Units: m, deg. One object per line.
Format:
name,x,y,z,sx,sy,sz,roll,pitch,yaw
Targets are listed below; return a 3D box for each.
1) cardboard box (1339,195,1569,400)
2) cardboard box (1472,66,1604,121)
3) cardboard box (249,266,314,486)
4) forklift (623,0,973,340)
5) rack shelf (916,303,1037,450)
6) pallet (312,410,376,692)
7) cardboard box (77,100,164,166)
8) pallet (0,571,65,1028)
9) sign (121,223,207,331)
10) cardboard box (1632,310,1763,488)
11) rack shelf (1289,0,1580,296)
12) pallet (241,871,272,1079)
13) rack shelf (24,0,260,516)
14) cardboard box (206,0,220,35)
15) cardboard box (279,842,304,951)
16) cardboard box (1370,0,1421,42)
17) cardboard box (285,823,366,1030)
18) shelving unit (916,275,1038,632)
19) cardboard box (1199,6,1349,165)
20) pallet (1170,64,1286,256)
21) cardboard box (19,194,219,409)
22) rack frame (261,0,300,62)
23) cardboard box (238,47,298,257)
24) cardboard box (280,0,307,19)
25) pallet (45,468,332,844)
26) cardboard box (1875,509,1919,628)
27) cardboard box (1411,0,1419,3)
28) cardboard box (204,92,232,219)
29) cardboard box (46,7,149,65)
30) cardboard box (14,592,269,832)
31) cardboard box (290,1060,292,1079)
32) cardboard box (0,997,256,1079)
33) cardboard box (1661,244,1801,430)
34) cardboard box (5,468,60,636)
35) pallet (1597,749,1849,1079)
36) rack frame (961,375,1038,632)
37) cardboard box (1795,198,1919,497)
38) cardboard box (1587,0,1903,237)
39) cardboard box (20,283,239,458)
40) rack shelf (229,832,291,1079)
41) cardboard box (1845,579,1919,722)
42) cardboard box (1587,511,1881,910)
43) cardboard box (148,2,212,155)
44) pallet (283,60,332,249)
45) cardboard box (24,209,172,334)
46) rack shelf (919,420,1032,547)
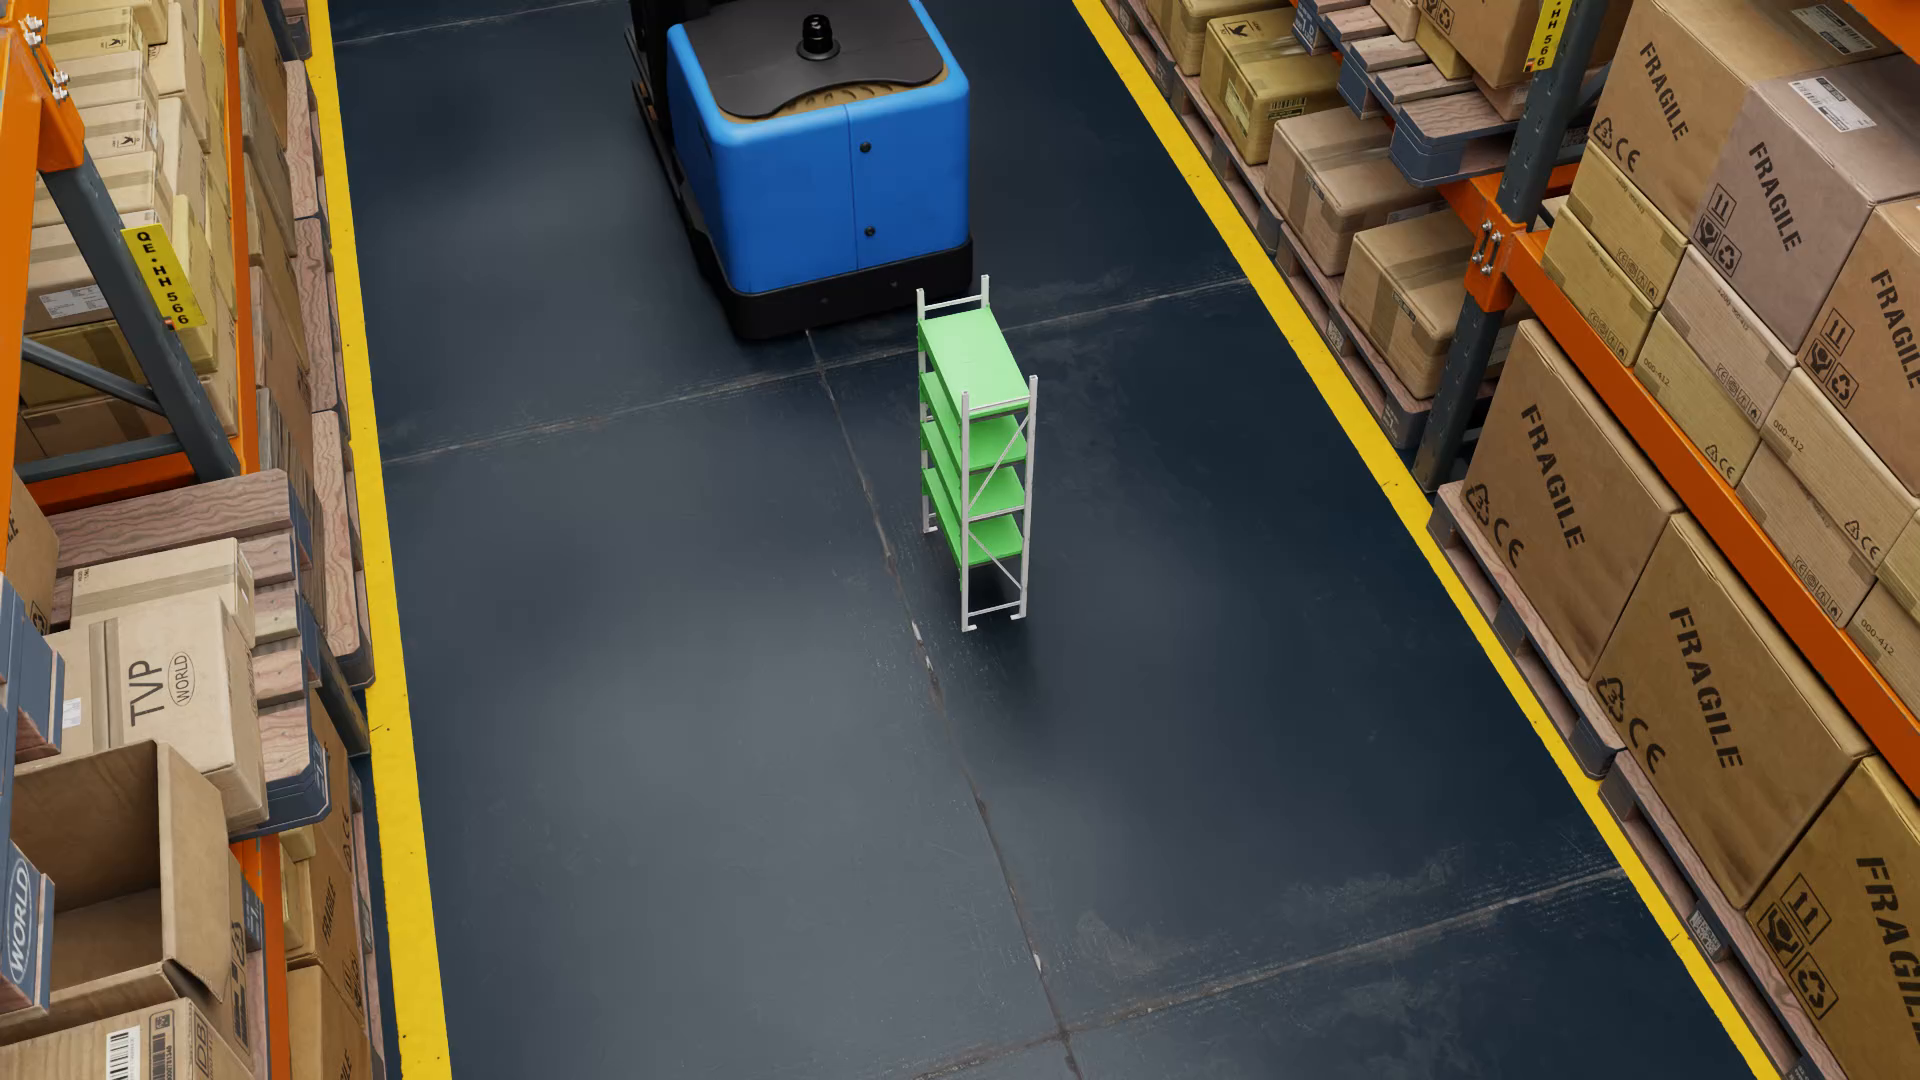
cardboard box,2.091,-1.000,6.575,0.950,0.372,0.625,-16,52,-13
cardboard box,1.927,-1.537,5.473,0.380,0.149,0.250,-12,51,-10
cardboard box,-2.864,-0.475,5.967,0.875,0.625,0.625,-12,51,-10
forklift,-0.917,-2.925,6.799,1.130,2.935,3.031,-15,52,-12
rack shelf,0.049,-0.534,5.371,0.258,0.148,0.480,-13,51,-11
pallet,-2.698,0.117,6.013,1.003,0.211,1.213,-13,51,-11
cardboard box,-2.486,-1.088,4.716,0.380,0.149,0.250,-12,51,-10
pallet,-1.745,0.595,1.947,1.213,0.211,1.003,-13,51,-11
sign,-1.976,-0.648,4.129,0.100,0.325,0.005,-13,51,-11
cardboard box,2.322,-0.463,4.776,0.500,0.250,0.500,-15,51,-12
rack shelf,1.657,-2.525,6.887,1.077,0.370,4.000,-13,51,-11
pallet,-1.912,1.310,3.309,1.003,0.211,1.213,-13,51,-11
rack shelf,-3.083,-1.400,5.939,1.077,0.370,4.000,-13,51,-11
cardboard box,-3.004,-2.000,6.072,0.500,0.250,0.500,-13,51,-11
cardboard box,-1.958,0.988,4.391,0.380,0.149,0.250,-15,51,-12
cardboard box,1.661,-1.890,5.771,0.380,0.149,0.250,-14,51,-11
cardboard box,-2.024,1.127,4.698,0.500,0.500,0.500,-14,51,-12
shelving unit,0.049,-0.266,5.689,0.258,1.200,0.503,-13,51,-11
cardboard box,1.646,-2.092,7.496,0.950,0.372,0.625,-12,51,-10
pallet,1.662,-1.858,7.678,1.003,0.211,1.213,-13,51,-11
cardboard box,-2.366,-0.669,4.623,0.500,0.250,0.500,-13,51,-11
rack frame,-3.675,-3.093,6.895,1.000,3.000,0.127,-13,51,-11
cardboard box,-3.288,-1.516,6.844,0.875,0.625,0.625,-14,51,-11
cardboard box,-3.502,-2.770,8.147,0.500,0.250,0.500,-13,51,-11
pallet,-2.224,0.370,4.102,1.213,0.211,1.003,-13,51,-11
cardboard box,2.587,0.135,3.946,0.500,0.250,0.500,-13,51,-10
cardboard box,1.685,-2.204,5.611,0.500,0.500,0.500,-14,51,-12
cardboard box,-2.693,-1.245,5.436,0.500,0.250,0.500,-15,51,-12
cardboard box,-2.678,-1.453,5.024,0.380,0.149,0.250,-13,51,-11
cardboard box,-1.871,0.439,3.741,0.500,0.250,0.500,-15,52,-13
cardboard box,-1.849,1.373,4.066,0.380,0.149,0.250,-14,51,-12
cardboard box,-1.624,1.227,2.913,0.700,0.500,0.500,-14,51,-11
cardboard box,2.314,-0.605,4.570,0.500,0.250,0.500,-12,51,-10
cardboard box,-2.489,0.072,3.887,0.500,0.500,0.500,-11,51,-9
pallet,2.767,1.085,5.197,1.003,0.211,1.213,-13,51,-11
rack frame,0.121,-0.088,5.539,0.240,1.200,0.015,-13,51,-11
cardboard box,2.455,-0.494,3.985,0.500,0.500,0.500,-12,51,-10
cardboard box,2.161,-1.235,4.610,0.500,0.500,0.500,-15,51,-12
cardboard box,-2.390,-0.502,4.810,0.500,0.250,0.500,-13,51,-11
rack shelf,-1.901,1.521,3.476,1.077,0.370,4.000,-13,51,-11
cardboard box,2.621,0.282,4.149,0.500,0.250,0.500,-13,51,-11
cardboard box,2.633,0.429,5.042,0.875,0.875,0.875,-13,51,-11
cardboard box,-2.674,-1.416,5.253,0.500,0.250,0.500,-14,51,-12
pallet,-3.420,-1.665,7.515,1.003,0.211,1.213,-13,51,-11
cardboard box,-2.305,-0.712,4.399,0.380,0.149,0.250,-12,51,-10
rack shelf,0.049,-0.225,5.738,0.258,0.148,0.480,-13,51,-11
